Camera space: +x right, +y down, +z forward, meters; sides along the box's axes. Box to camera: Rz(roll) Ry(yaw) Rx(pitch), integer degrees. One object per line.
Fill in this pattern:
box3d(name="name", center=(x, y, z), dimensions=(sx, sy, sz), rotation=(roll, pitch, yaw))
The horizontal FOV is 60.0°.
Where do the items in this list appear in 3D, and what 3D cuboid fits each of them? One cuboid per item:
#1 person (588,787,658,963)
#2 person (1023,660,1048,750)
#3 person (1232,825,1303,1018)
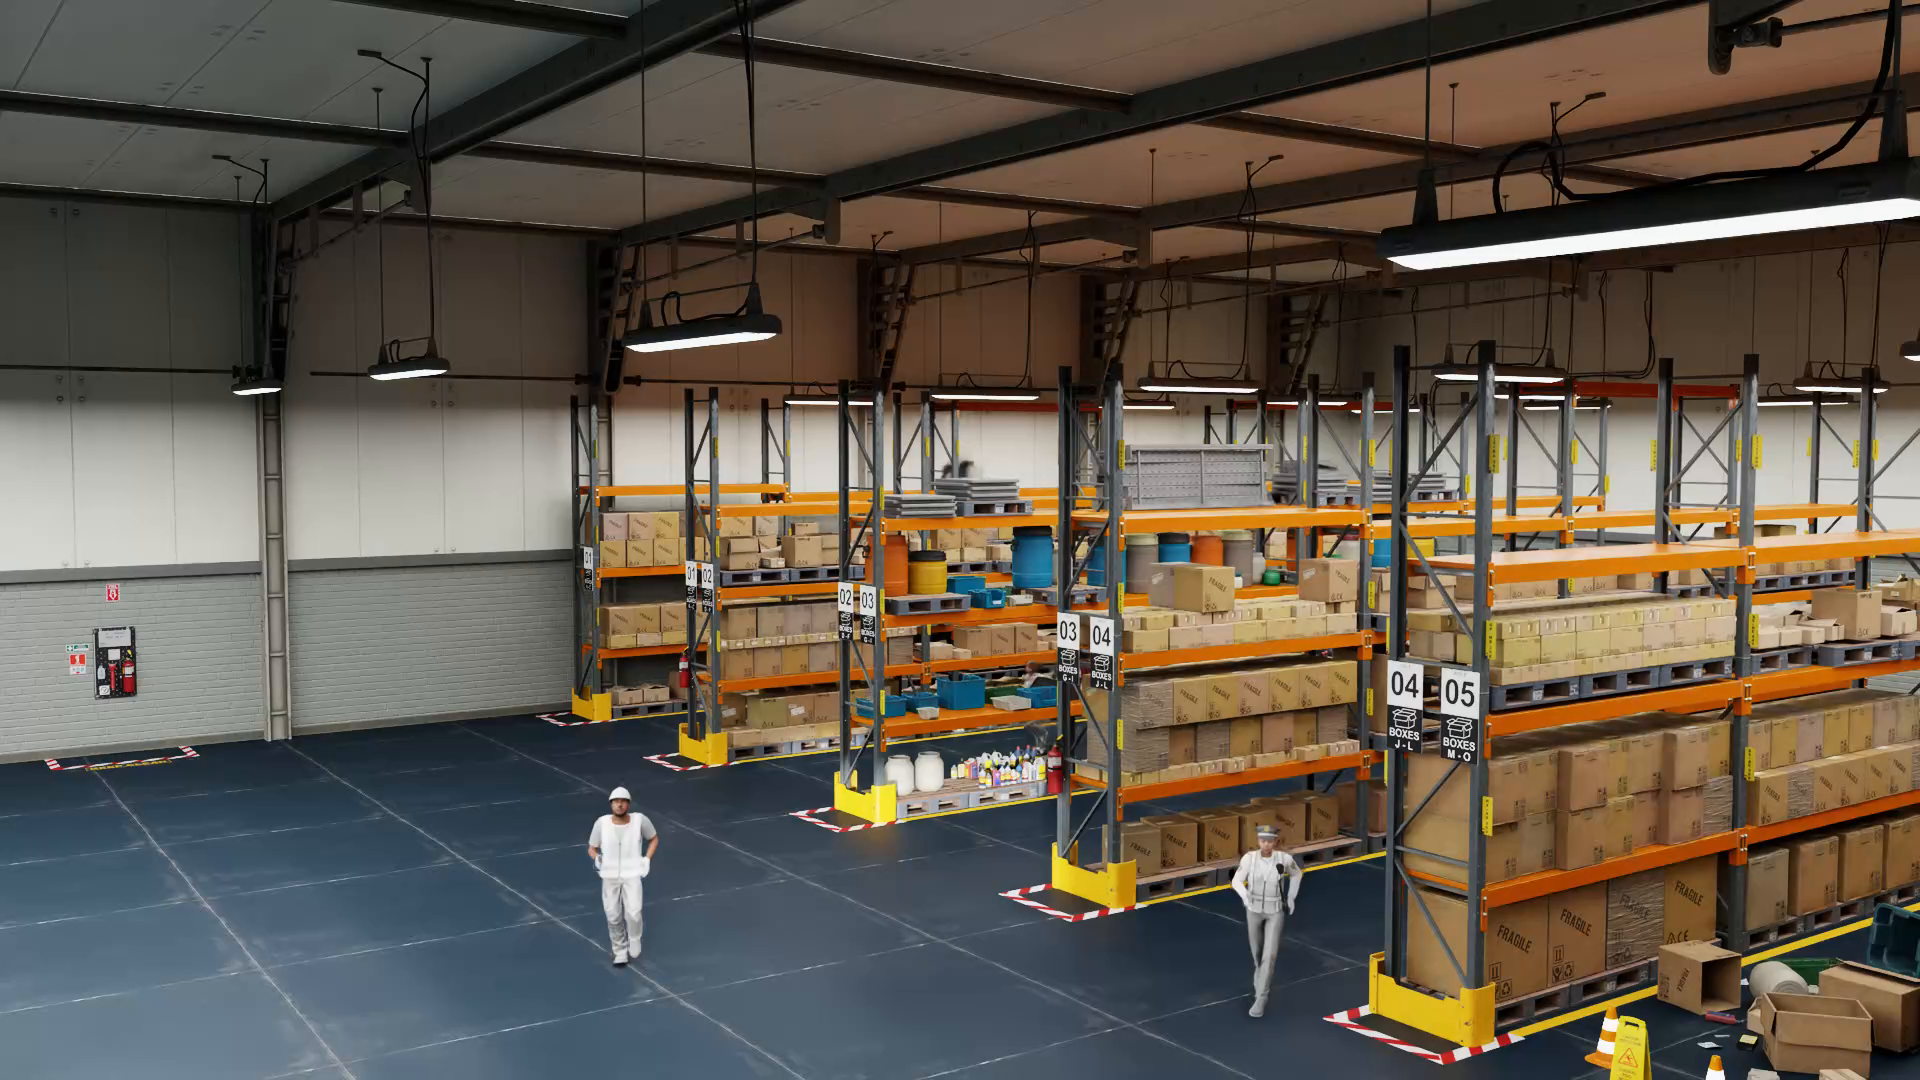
box3d(name="person", center=(-3.314, 3.303, 16.297), dimensions=(0.669, 1.737, 0.589), rotation=(0, 3, -6))
box3d(name="person", center=(1.209, 2.746, 27.313), dimensions=(0.643, 1.555, 0.566), rotation=(-3, 4, -38))
box3d(name="person", center=(2.797, 3.397, 15.189), dimensions=(0.605, 1.683, 0.961), rotation=(1, 4, 20))
